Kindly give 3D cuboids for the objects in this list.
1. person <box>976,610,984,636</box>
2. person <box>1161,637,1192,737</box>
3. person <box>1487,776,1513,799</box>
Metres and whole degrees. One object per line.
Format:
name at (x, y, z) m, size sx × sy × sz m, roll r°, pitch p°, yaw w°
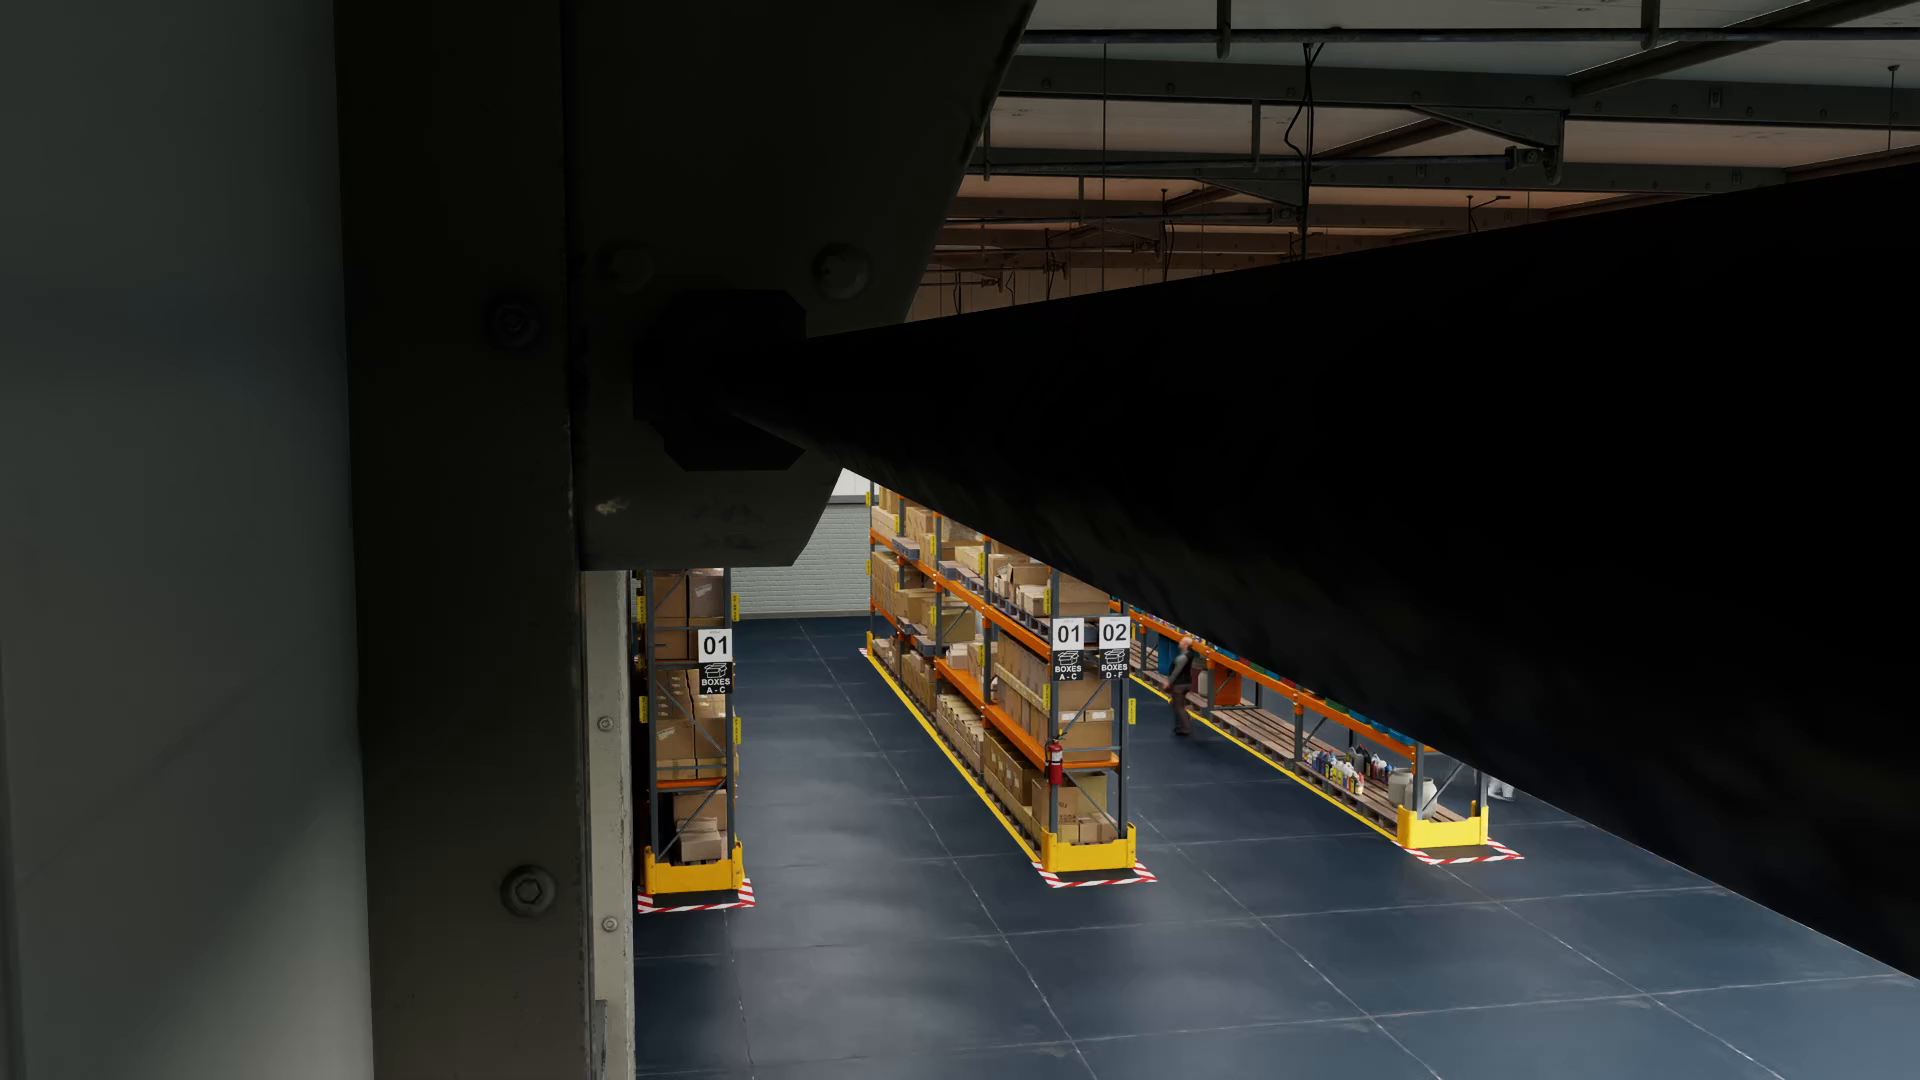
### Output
person at (0.528, 1.818, 36.512) m, size 0.453 × 1.313 × 0.904 m, roll -2°, pitch 6°, yaw -15°
person at (3.744, 2.537, 28.472) m, size 0.551 × 1.778 × 0.590 m, roll 5°, pitch 8°, yaw 41°
person at (7.929, 2.988, 24.570) m, size 0.446 × 1.614 × 0.642 m, roll -5°, pitch 8°, yaw -42°
